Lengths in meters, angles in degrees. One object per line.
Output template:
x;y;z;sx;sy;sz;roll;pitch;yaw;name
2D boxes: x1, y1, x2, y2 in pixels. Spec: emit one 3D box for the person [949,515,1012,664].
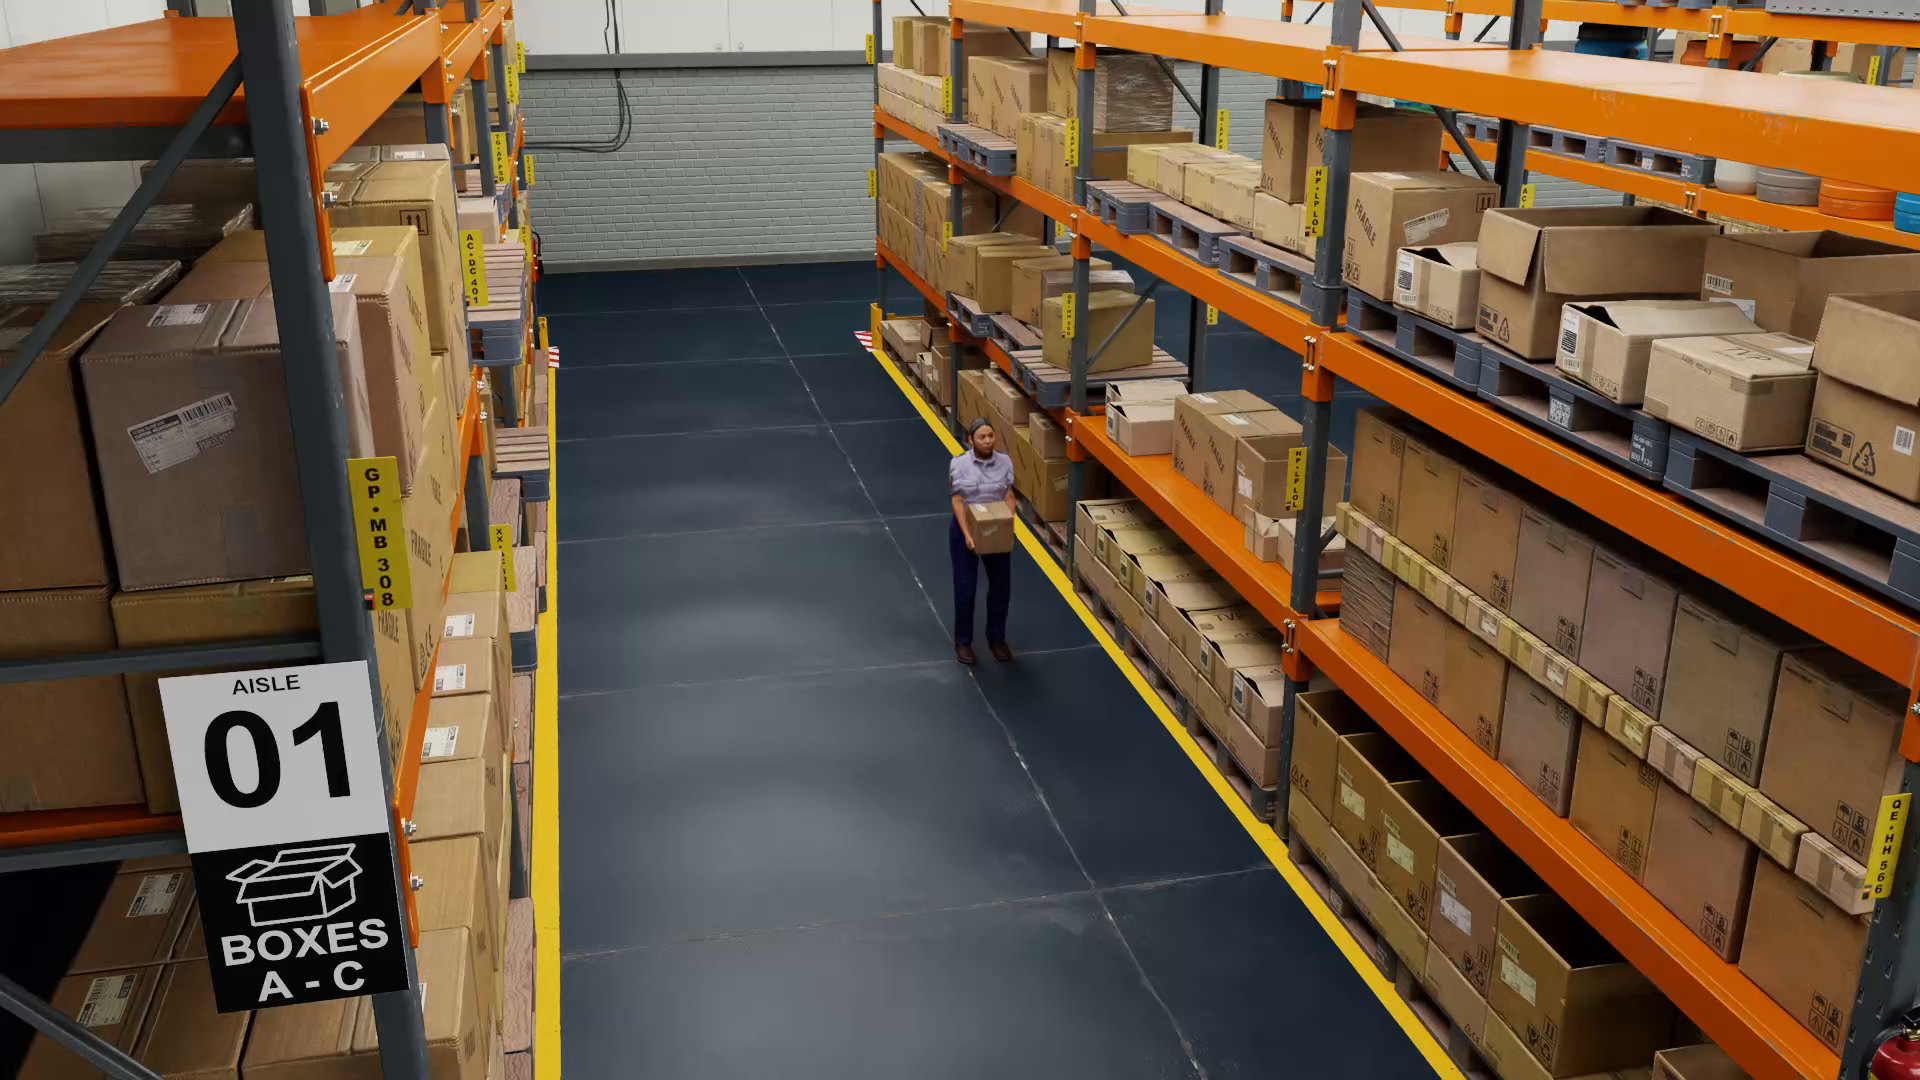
0.141;0.284;11.228;0.412;1.030;0.413;-5;20;-13;person
